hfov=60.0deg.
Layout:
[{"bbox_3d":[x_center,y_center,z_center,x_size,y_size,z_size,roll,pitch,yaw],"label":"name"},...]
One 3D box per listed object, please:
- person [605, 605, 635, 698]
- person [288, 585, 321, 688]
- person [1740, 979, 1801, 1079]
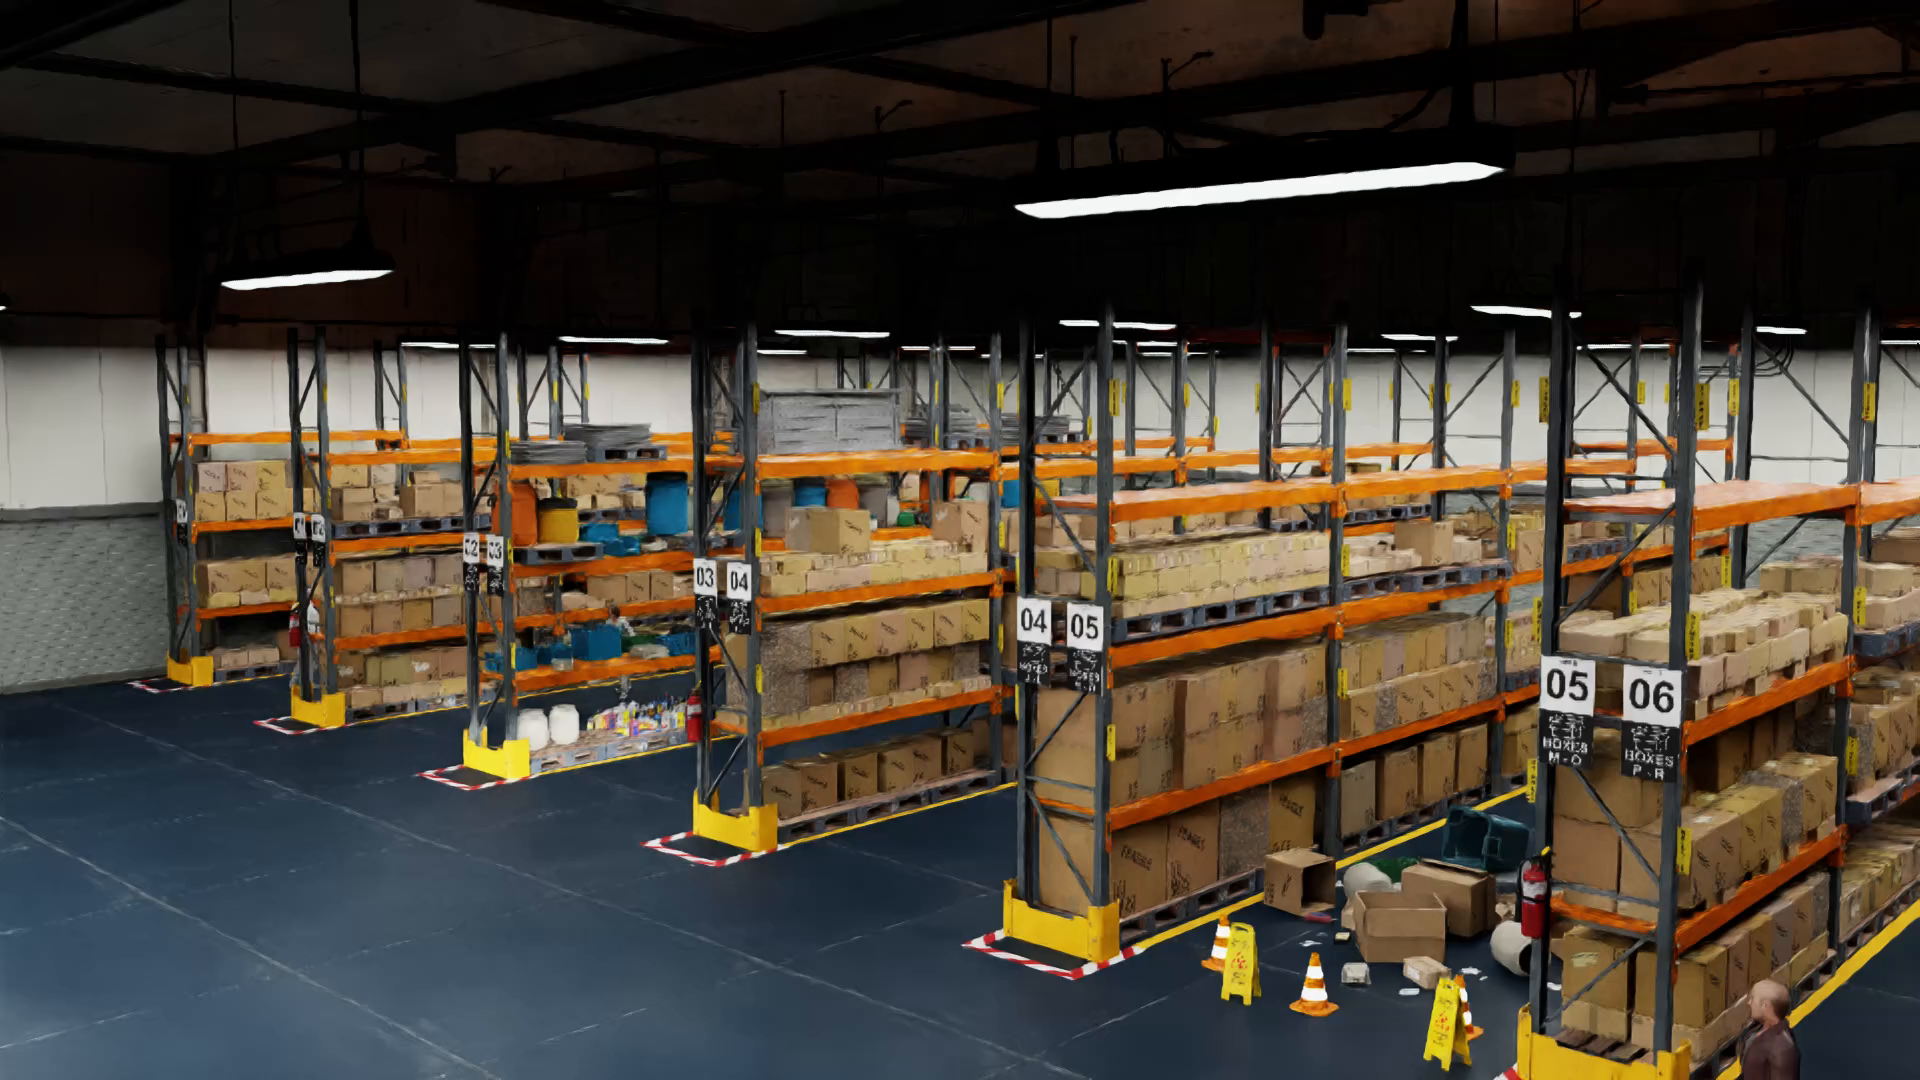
[{"bbox_3d":[-5.614,1.808,27.523,0.561,1.525,0.788,3,6,25],"label":"person"},{"bbox_3d":[-11.106,1.643,28.186,0.470,1.754,0.588,1,6,14],"label":"person"},{"bbox_3d":[4.702,3.399,9.512,0.587,1.769,0.690,1,6,15],"label":"person"}]
